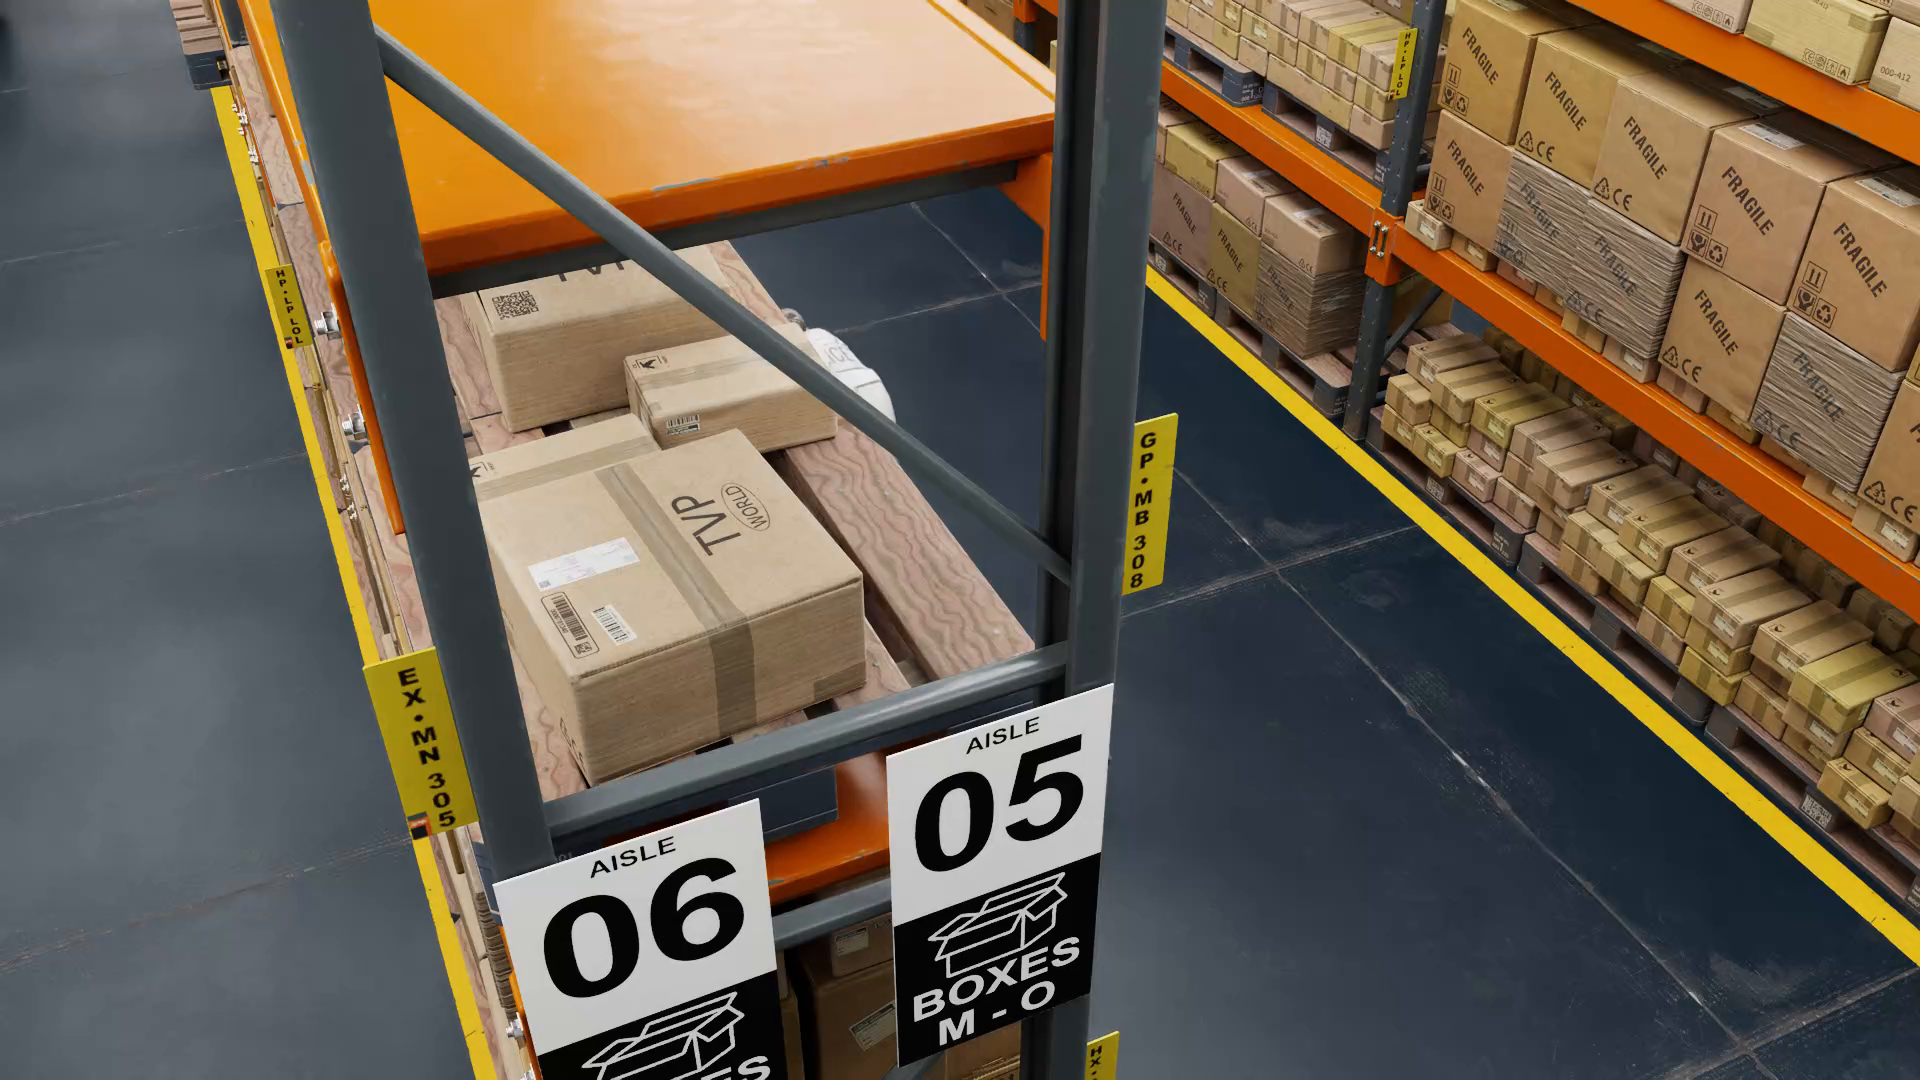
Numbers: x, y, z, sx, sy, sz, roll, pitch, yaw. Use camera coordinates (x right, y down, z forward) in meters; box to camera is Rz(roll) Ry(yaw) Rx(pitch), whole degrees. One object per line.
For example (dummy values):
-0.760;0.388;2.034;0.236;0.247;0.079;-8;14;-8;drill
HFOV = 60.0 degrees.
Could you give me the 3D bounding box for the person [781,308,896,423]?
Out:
-0.651;-0.500;8.028;0.512;1.031;0.938;-18;41;-22;person
